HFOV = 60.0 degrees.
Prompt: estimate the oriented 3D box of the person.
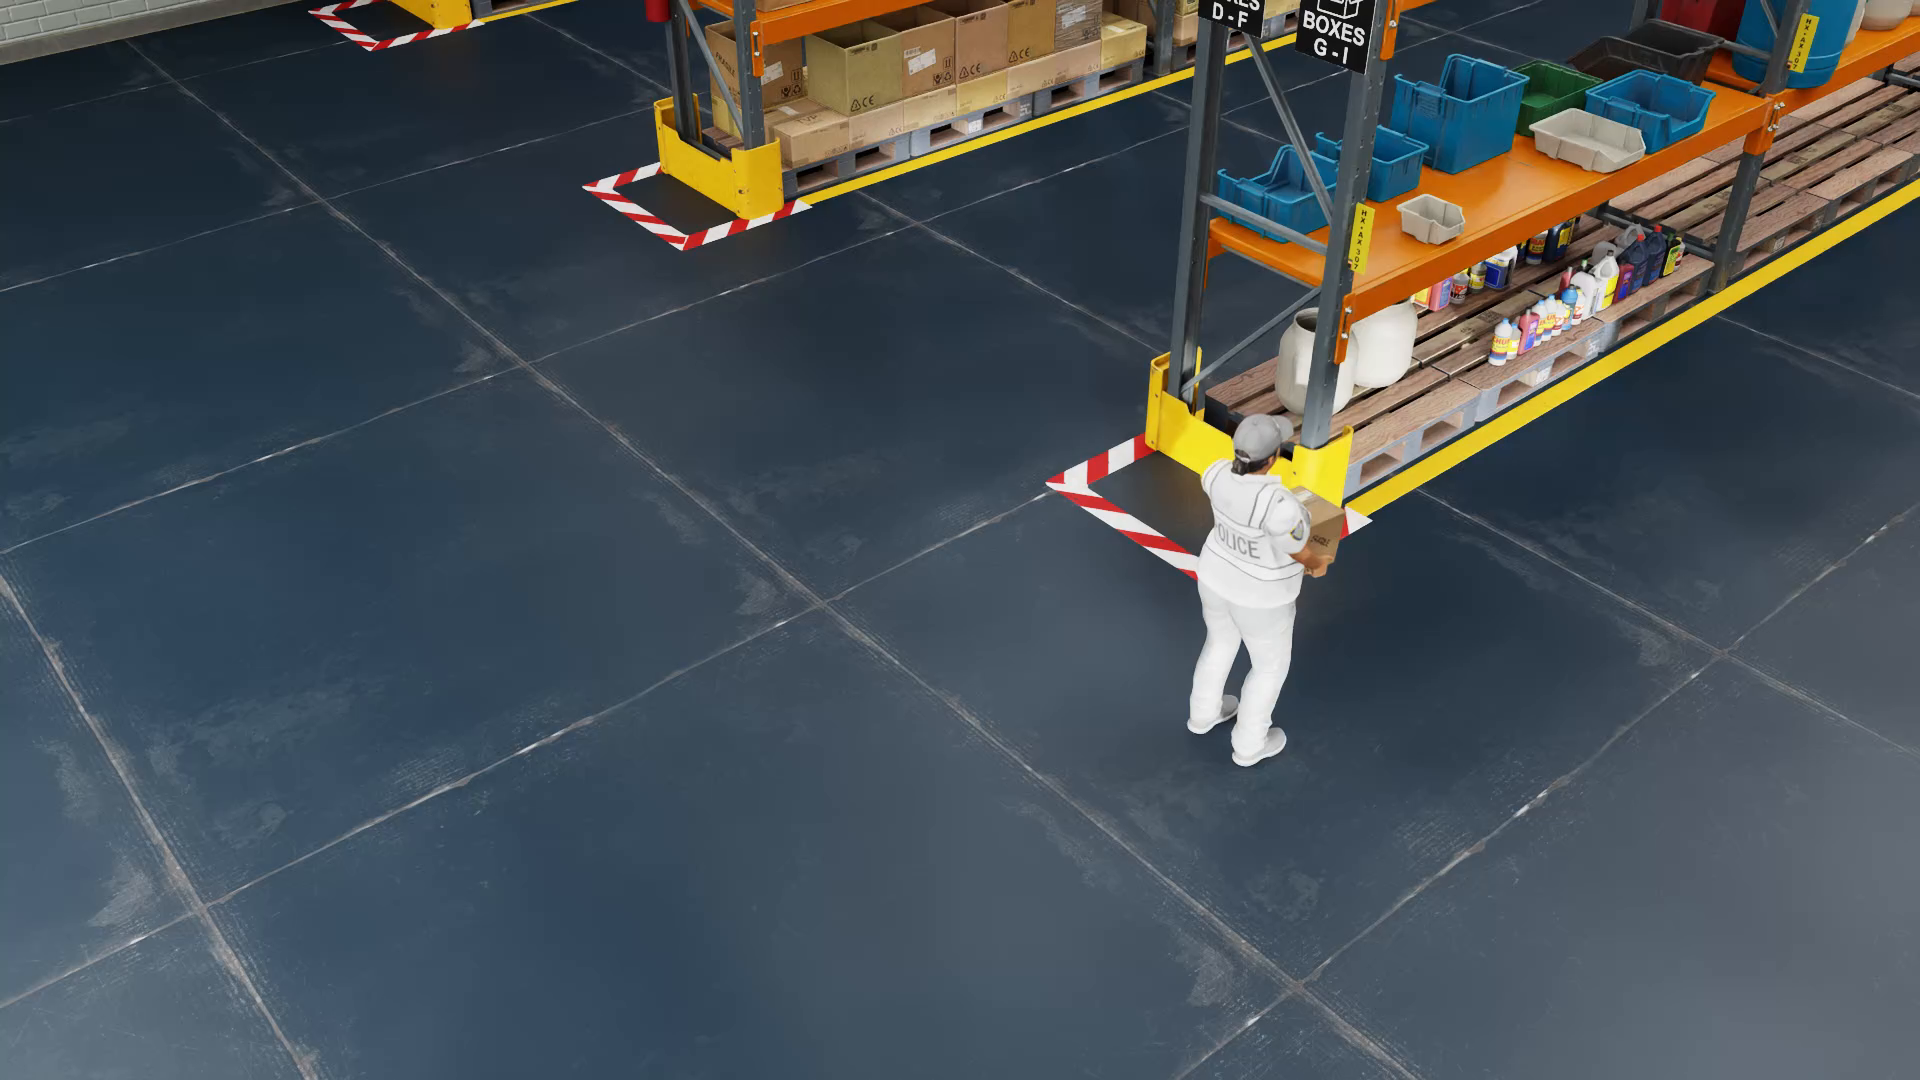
[{"bbox_3d":[1.241,0.166,6.857,0.541,1.656,0.455,-25,43,-31],"label":"person"}]
